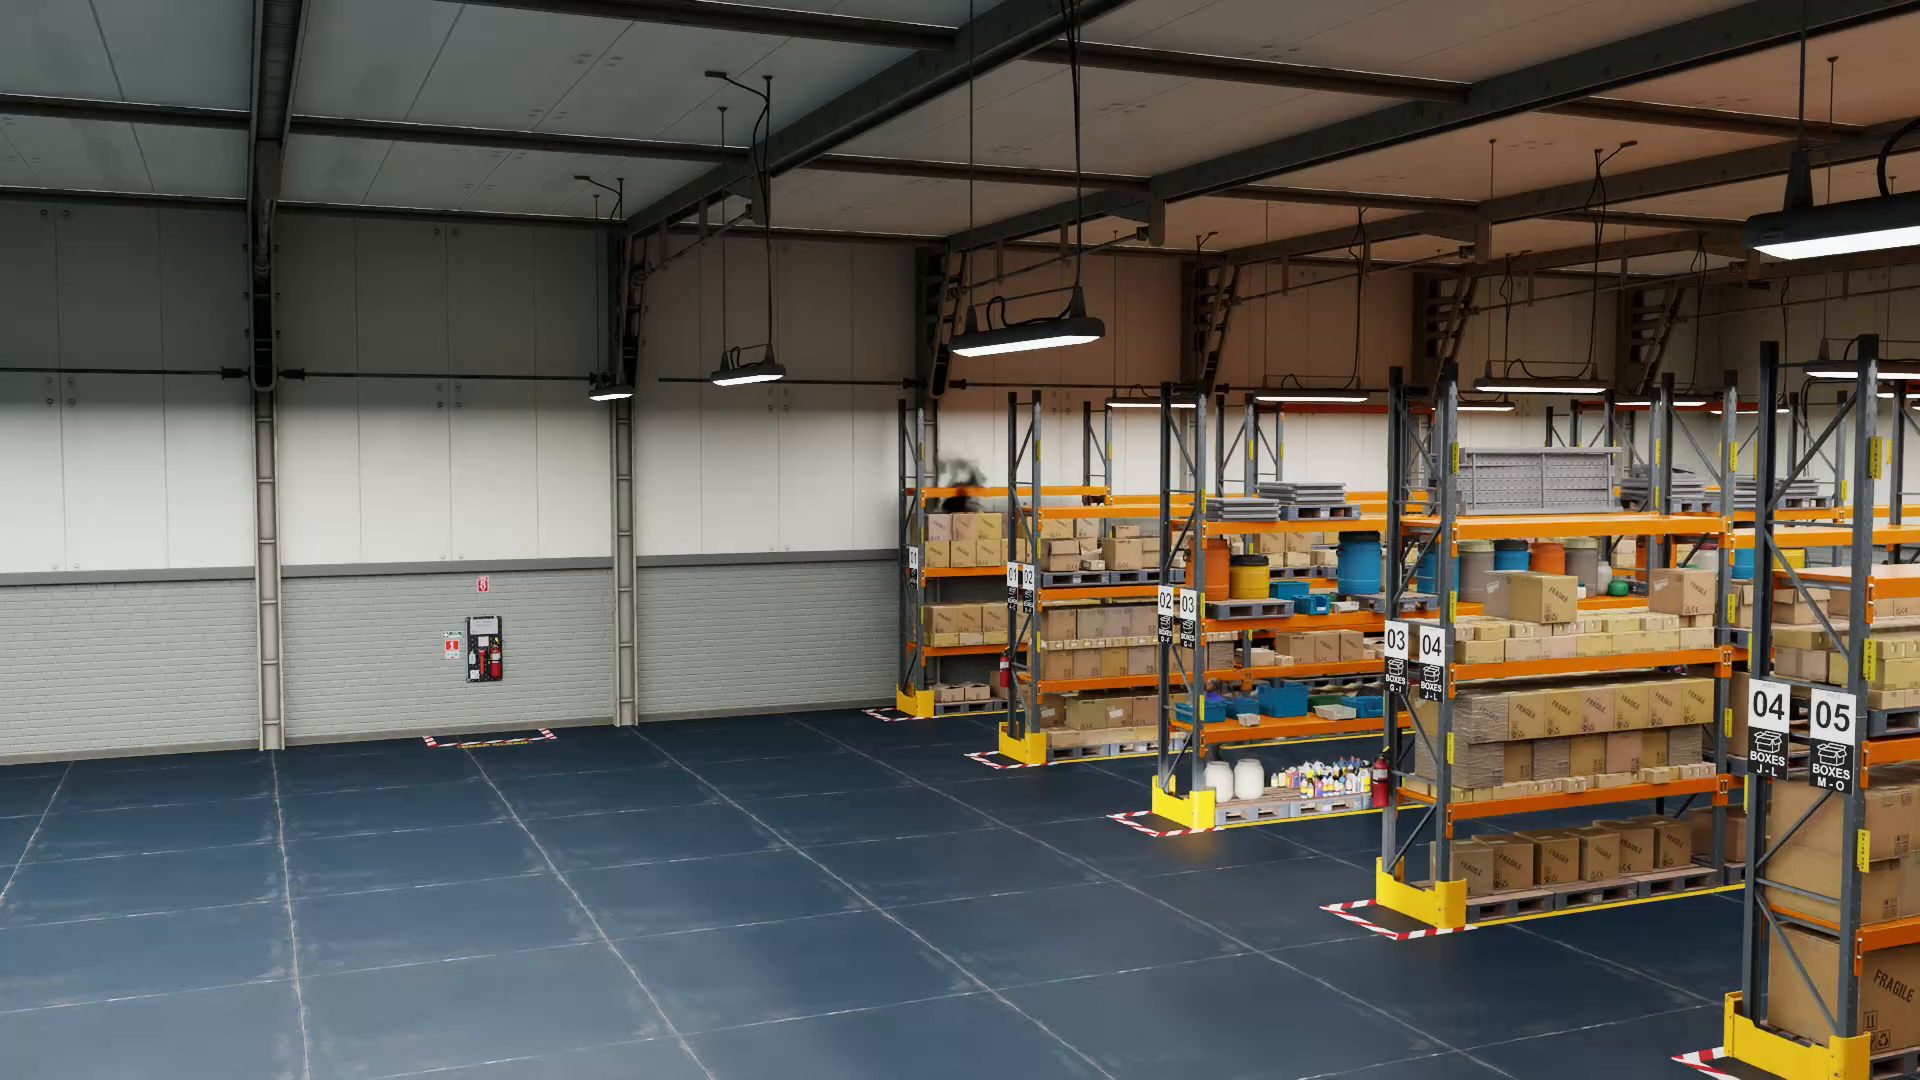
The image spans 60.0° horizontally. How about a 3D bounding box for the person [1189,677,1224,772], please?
[{"bbox_3d":[3.724,2.875,24.984,0.657,1.644,0.545,-2,4,-37],"label":"person"}]
